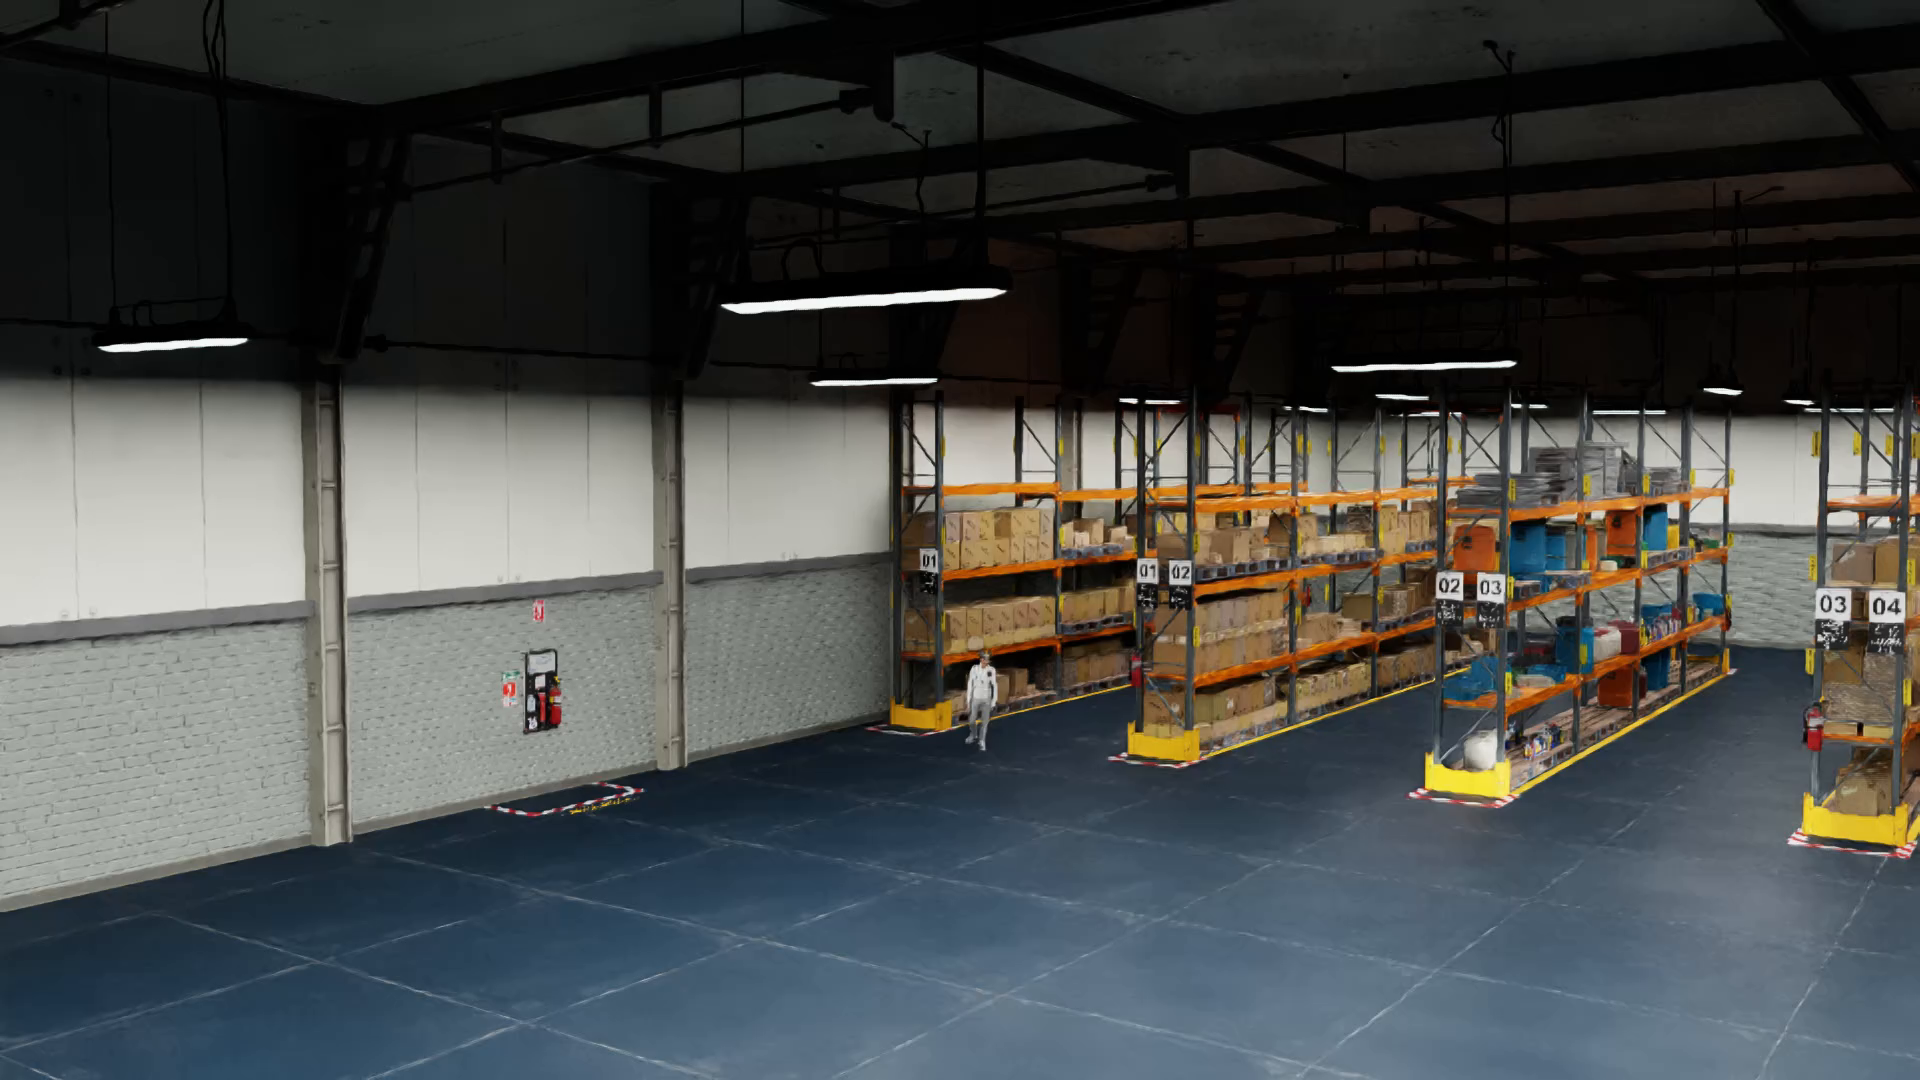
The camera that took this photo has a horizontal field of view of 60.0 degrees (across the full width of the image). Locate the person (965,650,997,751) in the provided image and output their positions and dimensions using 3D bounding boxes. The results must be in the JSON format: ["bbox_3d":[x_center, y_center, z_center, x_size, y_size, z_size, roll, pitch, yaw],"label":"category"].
[{"bbox_3d":[0.349,2.626,27.479,0.538,1.668,0.517,0,3,-2],"label":"person"}]
